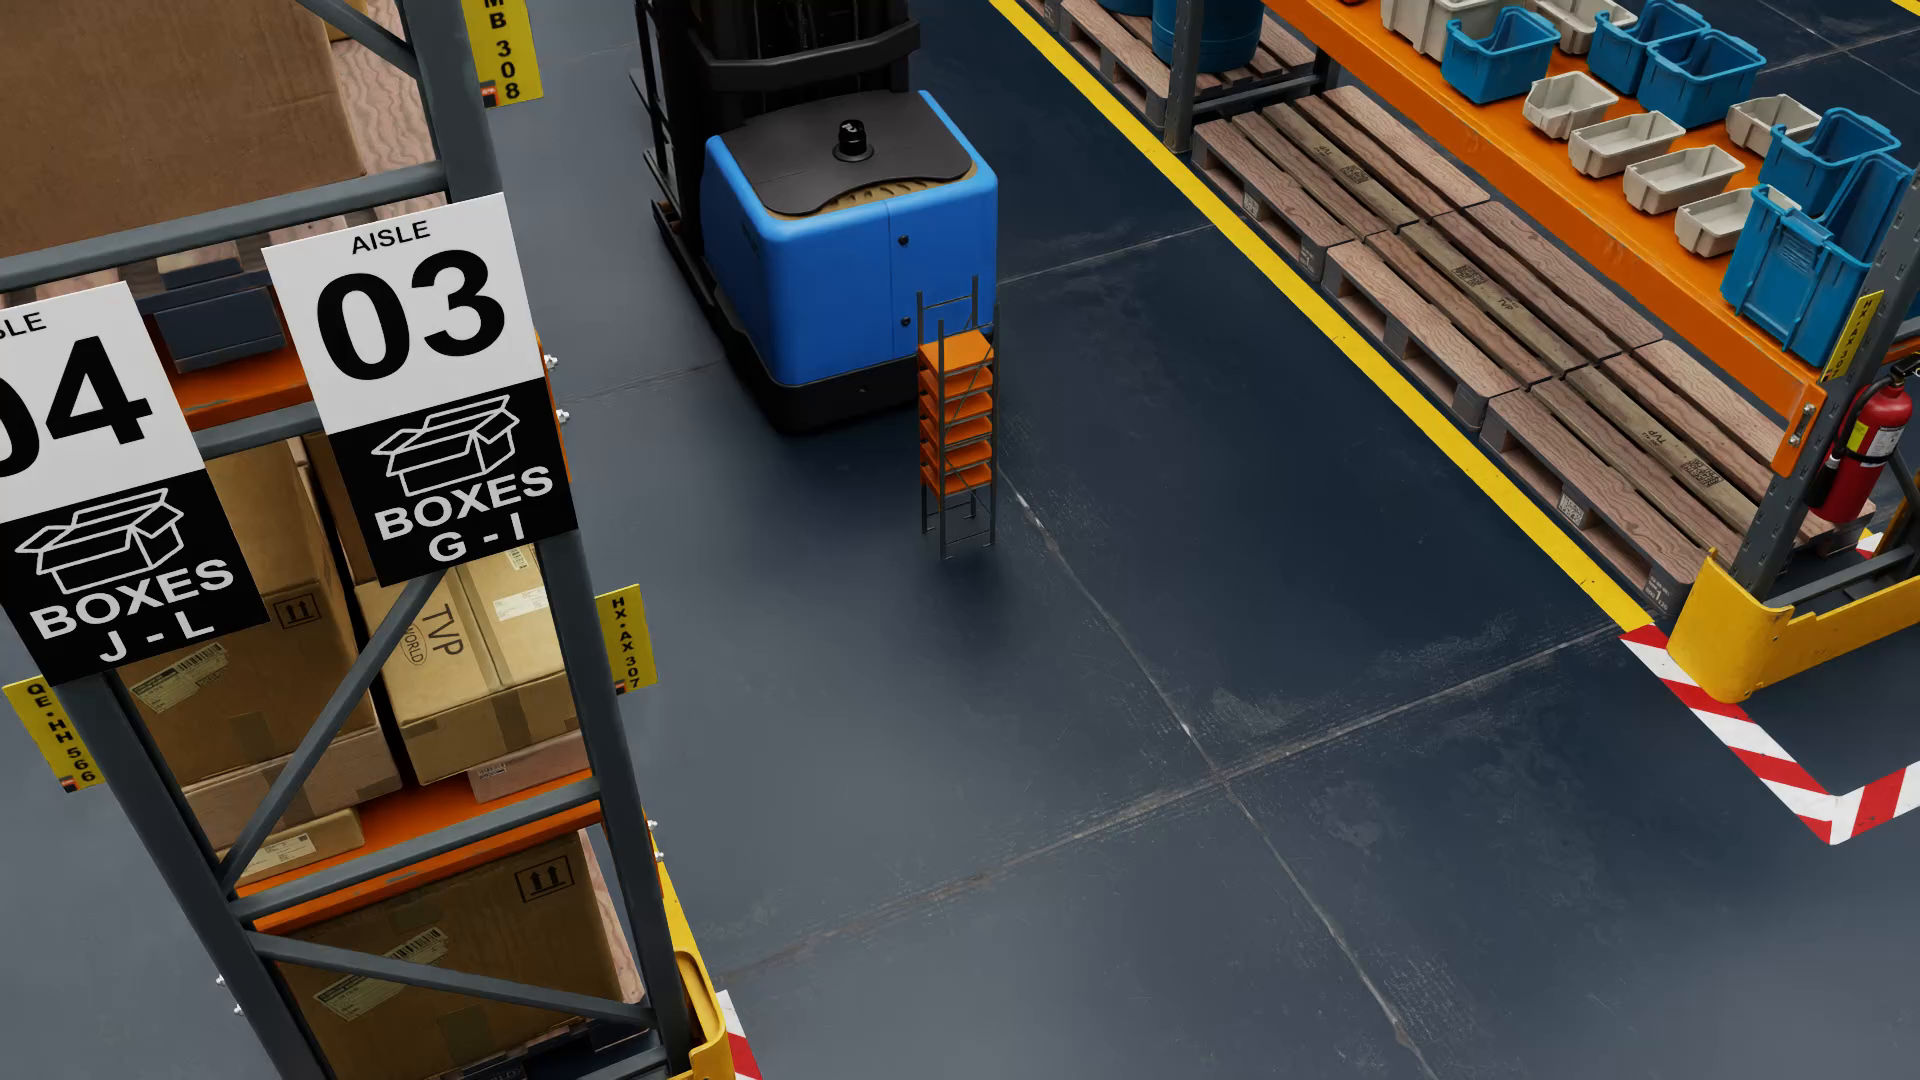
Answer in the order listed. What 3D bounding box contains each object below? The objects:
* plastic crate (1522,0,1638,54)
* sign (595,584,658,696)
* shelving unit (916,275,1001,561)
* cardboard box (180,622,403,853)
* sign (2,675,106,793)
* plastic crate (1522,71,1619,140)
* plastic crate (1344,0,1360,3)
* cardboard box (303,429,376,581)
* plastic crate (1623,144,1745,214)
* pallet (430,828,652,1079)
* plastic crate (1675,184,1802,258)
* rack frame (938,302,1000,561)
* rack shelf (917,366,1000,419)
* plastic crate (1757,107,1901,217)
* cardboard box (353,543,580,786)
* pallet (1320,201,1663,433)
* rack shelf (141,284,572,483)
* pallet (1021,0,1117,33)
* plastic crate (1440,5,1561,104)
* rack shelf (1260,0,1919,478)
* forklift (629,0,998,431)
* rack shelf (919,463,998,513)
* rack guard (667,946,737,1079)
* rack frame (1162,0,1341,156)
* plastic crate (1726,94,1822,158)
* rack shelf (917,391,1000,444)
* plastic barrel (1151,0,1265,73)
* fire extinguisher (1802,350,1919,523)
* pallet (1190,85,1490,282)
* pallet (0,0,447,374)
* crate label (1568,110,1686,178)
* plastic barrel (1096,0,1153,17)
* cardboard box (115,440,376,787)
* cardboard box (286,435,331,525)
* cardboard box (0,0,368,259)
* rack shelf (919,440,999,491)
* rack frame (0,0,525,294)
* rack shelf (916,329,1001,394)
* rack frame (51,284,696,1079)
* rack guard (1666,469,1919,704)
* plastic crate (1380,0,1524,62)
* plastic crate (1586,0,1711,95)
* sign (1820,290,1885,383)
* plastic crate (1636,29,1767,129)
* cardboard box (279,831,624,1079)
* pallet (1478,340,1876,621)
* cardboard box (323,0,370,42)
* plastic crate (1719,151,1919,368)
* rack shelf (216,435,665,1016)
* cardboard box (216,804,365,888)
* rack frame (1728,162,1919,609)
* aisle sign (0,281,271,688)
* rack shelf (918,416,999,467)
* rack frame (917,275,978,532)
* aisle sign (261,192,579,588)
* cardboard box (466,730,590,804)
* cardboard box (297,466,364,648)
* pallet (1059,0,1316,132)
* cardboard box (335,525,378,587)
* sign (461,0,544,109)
[{"bbox_3d":[2.568,-2.196,6.985,0.293,0.136,0.466,-18,47,-17],"label":"plastic crate"},{"bbox_3d":[-0.743,0.226,3.713,0.100,0.325,0.005,-18,47,-17],"label":"sign"},{"bbox_3d":[-0.006,-0.436,6.338,0.258,1.200,0.189,-18,47,-17],"label":"shelving unit"},{"bbox_3d":[-1.693,0.439,4.064,0.500,0.250,0.500,-19,48,-18],"label":"cardboard box"},{"bbox_3d":[-1.747,0.377,3.239,0.100,0.325,0.005,-18,47,-17],"label":"sign"},{"bbox_3d":[2.348,-1.676,6.458,0.298,0.136,0.250,-18,47,-17],"label":"plastic crate"},{"bbox_3d":[1.711,-2.690,7.253,0.402,0.464,0.583,-18,47,-17],"label":"plastic crate"},{"bbox_3d":[-1.416,-0.301,4.281,0.500,0.500,0.500,-19,48,-18],"label":"cardboard box"},{"bbox_3d":[2.629,-1.323,6.100,0.396,0.136,0.243,-18,47,-17],"label":"plastic crate"},{"bbox_3d":[-1.656,1.229,5.355,1.003,0.211,1.213,-18,47,-17],"label":"pallet"},{"bbox_3d":[2.738,-1.134,5.909,0.396,0.136,0.243,-18,47,-17],"label":"plastic crate"},{"bbox_3d":[0.032,-0.378,6.279,0.240,1.200,0.006,-18,47,-17],"label":"rack frame"},{"bbox_3d":[-0.006,-0.576,6.201,0.258,0.103,0.180,-18,47,-17],"label":"rack shelf"},{"bbox_3d":[3.163,-1.376,6.086,0.416,0.233,0.300,-18,47,-17],"label":"plastic crate"},{"bbox_3d":[-1.206,0.284,4.221,0.500,0.250,0.500,-19,48,-18],"label":"cardboard box"},{"bbox_3d":[2.424,-1.061,7.675,1.003,0.211,1.213,-18,47,-17],"label":"pallet"},{"bbox_3d":[-2.090,-1.364,4.373,1.077,0.370,4.000,-18,47,-17],"label":"rack shelf"},{"bbox_3d":[0.760,-3.579,10.227,1.003,0.211,1.213,-18,47,-17],"label":"pallet"},{"bbox_3d":[2.149,-1.935,6.652,0.416,0.233,0.300,-18,47,-17],"label":"plastic crate"},{"bbox_3d":[2.404,-1.759,6.909,1.077,0.370,4.000,-18,47,-17],"label":"rack shelf"},{"bbox_3d":[-0.880,-2.558,7.256,1.130,2.935,3.031,-17,47,-16],"label":"forklift"},{"bbox_3d":[-0.006,-0.234,6.538,0.258,0.103,0.180,-18,47,-17],"label":"rack shelf"},{"bbox_3d":[-1.239,1.627,4.745,1.175,0.500,0.348,-18,47,-17],"label":"rack guard"},{"bbox_3d":[1.563,-3.289,7.948,1.000,3.000,0.127,-18,47,-17],"label":"rack frame"},{"bbox_3d":[3.095,-1.584,6.364,0.250,0.136,0.298,-18,47,-17],"label":"plastic crate"},{"bbox_3d":[-0.006,-0.490,6.285,0.258,0.103,0.180,-18,47,-17],"label":"rack shelf"},{"bbox_3d":[1.350,-3.044,8.894,0.600,0.901,0.708,-18,47,-17],"label":"plastic barrel"},{"bbox_3d":[2.896,-0.350,5.289,0.296,0.674,0.183,-18,47,-17],"label":"fire extinguisher"},{"bbox_3d":[1.907,-1.840,8.464,1.003,0.211,1.213,-18,47,-17],"label":"pallet"},{"bbox_3d":[-1.570,-0.783,3.336,1.003,0.211,1.213,-18,47,-17],"label":"pallet"},{"bbox_3d":[2.490,-1.493,6.273,0.396,0.136,0.243,-18,47,-17],"label":"crate label"},{"bbox_3d":[1.052,-3.495,9.351,0.600,0.901,0.708,-18,47,-17],"label":"plastic barrel"},{"bbox_3d":[-1.692,0.170,3.803,0.500,0.500,0.500,-17,47,-17],"label":"cardboard box"},{"bbox_3d":[-2.120,-0.208,4.720,0.500,0.250,0.500,-20,48,-19],"label":"cardboard box"},{"bbox_3d":[-1.516,-0.882,2.931,0.700,0.500,0.500,-21,48,-20],"label":"cardboard box"},{"bbox_3d":[-0.006,-0.319,6.453,0.258,0.103,0.180,-18,47,-17],"label":"rack shelf"},{"bbox_3d":[-1.249,-1.413,1.775,1.000,3.000,0.127,-18,47,-17],"label":"rack frame"},{"bbox_3d":[-0.006,-0.661,6.116,0.258,0.103,0.180,-18,47,-17],"label":"rack shelf"},{"bbox_3d":[-1.249,0.722,3.882,1.000,3.000,0.127,-18,47,-17],"label":"rack frame"},{"bbox_3d":[3.267,0.161,6.231,1.175,0.500,0.348,-18,47,-17],"label":"rack guard"},{"bbox_3d":[2.038,-2.241,6.927,0.437,0.282,0.530,-18,47,-17],"label":"plastic crate"},{"bbox_3d":[2.760,-1.987,6.705,0.416,0.233,0.300,-18,47,-17],"label":"plastic crate"},{"bbox_3d":[2.753,-0.626,5.132,0.100,0.325,0.005,-18,47,-17],"label":"sign"},{"bbox_3d":[2.886,-1.796,6.511,0.416,0.233,0.300,-18,47,-17],"label":"plastic crate"},{"bbox_3d":[-1.591,0.945,4.870,0.875,0.875,0.875,-18,47,-17],"label":"cardboard box"},{"bbox_3d":[2.933,-0.285,6.888,1.003,0.211,1.213,-18,47,-17],"label":"pallet"},{"bbox_3d":[-1.643,-1.276,3.330,0.700,0.500,0.500,-20,48,-19],"label":"cardboard box"},{"bbox_3d":[2.935,-0.933,5.492,0.616,0.435,0.499,-18,47,-17],"label":"plastic crate"},{"bbox_3d":[-2.090,-0.296,5.427,1.077,0.370,4.000,-18,47,-17],"label":"rack shelf"},{"bbox_3d":[-1.697,0.682,4.102,0.380,0.149,0.250,-17,47,-17],"label":"cardboard box"},{"bbox_3d":[3.245,-0.740,5.365,1.000,3.000,0.127,-18,47,-17],"label":"rack frame"},{"bbox_3d":[-1.491,-0.069,2.833,0.394,0.787,0.004,-18,47,-17],"label":"aisle sign"},{"bbox_3d":[-0.006,-0.405,6.369,0.258,0.103,0.180,-18,47,-17],"label":"rack shelf"},{"bbox_3d":[-0.045,-0.495,6.397,0.240,1.200,0.006,-18,47,-17],"label":"rack frame"},{"bbox_3d":[-0.946,-0.246,3.012,0.394,0.787,0.004,-18,47,-17],"label":"aisle sign"},{"bbox_3d":[-1.099,0.488,4.299,0.380,0.149,0.250,-18,47,-17],"label":"cardboard box"},{"bbox_3d":[-1.906,0.116,4.392,0.500,0.250,0.500,-19,48,-18],"label":"cardboard box"},{"bbox_3d":[1.276,-2.801,9.438,1.003,0.211,1.213,-18,47,-17],"label":"pallet"},{"bbox_3d":[-1.430,-0.045,4.555,0.500,0.250,0.500,-19,48,-18],"label":"cardboard box"},{"bbox_3d":[-0.743,-0.845,2.656,0.100,0.325,0.005,-18,47,-17],"label":"sign"}]
